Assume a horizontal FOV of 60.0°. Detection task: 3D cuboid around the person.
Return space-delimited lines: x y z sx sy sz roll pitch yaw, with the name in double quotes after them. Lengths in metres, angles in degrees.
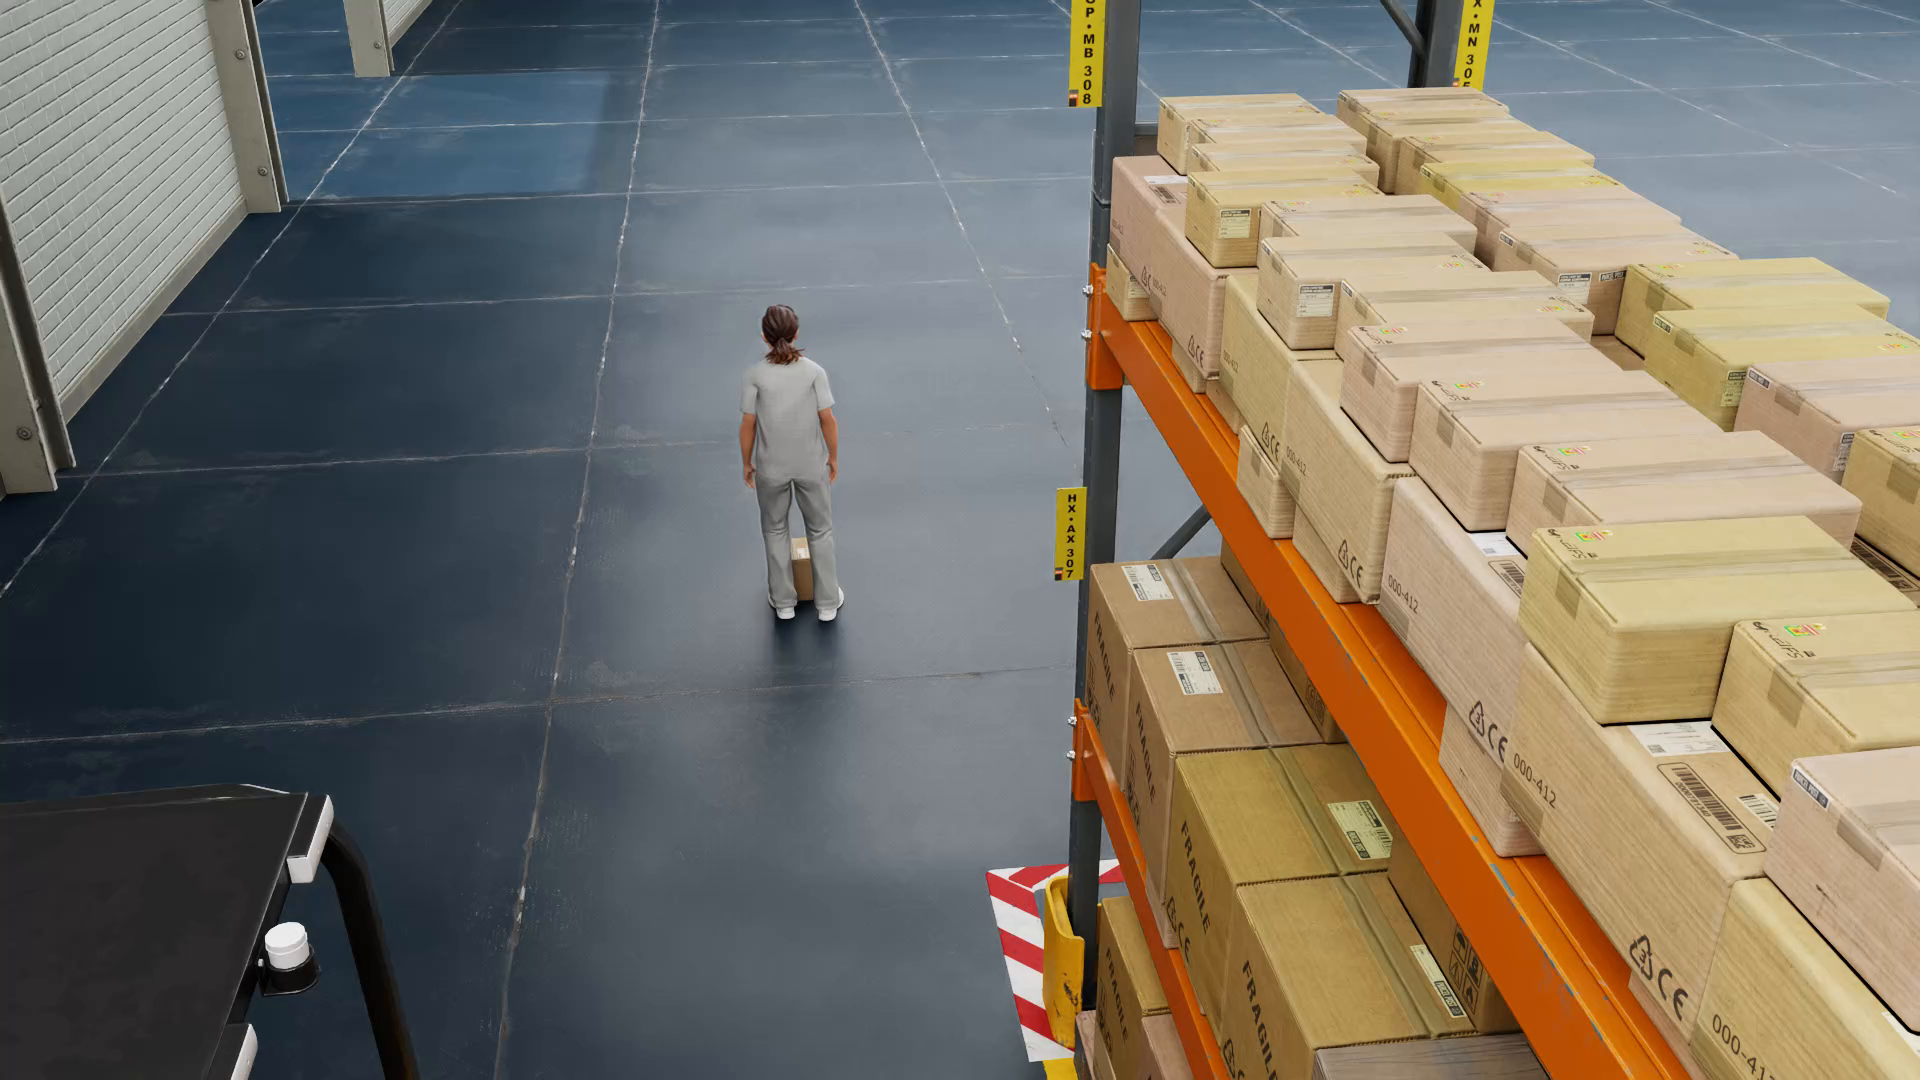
-0.849 -0.365 8.350 0.490 1.652 0.404 -4 27 -7 "person"
